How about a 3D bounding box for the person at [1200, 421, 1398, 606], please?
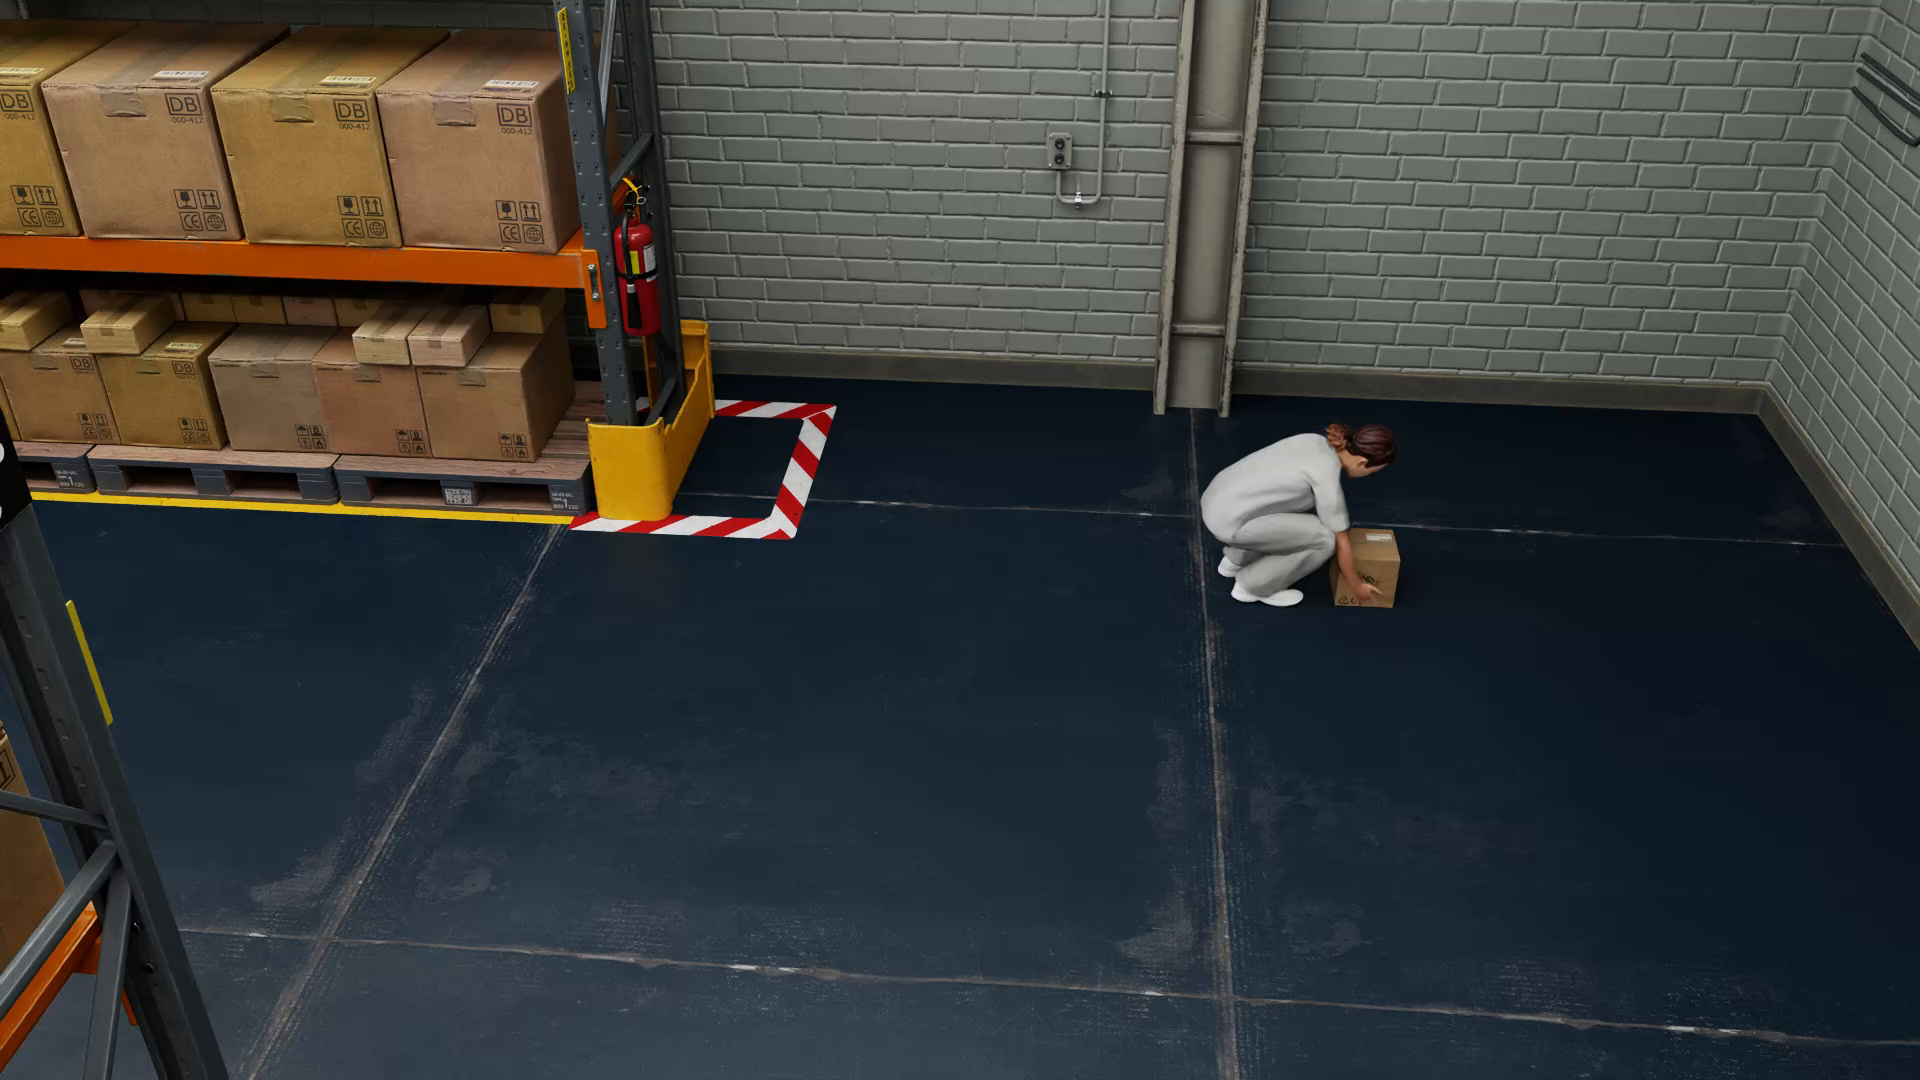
[{"bbox_3d":[1.442,-0.095,7.195,0.804,0.726,0.468,3,32,4],"label":"person"}]
